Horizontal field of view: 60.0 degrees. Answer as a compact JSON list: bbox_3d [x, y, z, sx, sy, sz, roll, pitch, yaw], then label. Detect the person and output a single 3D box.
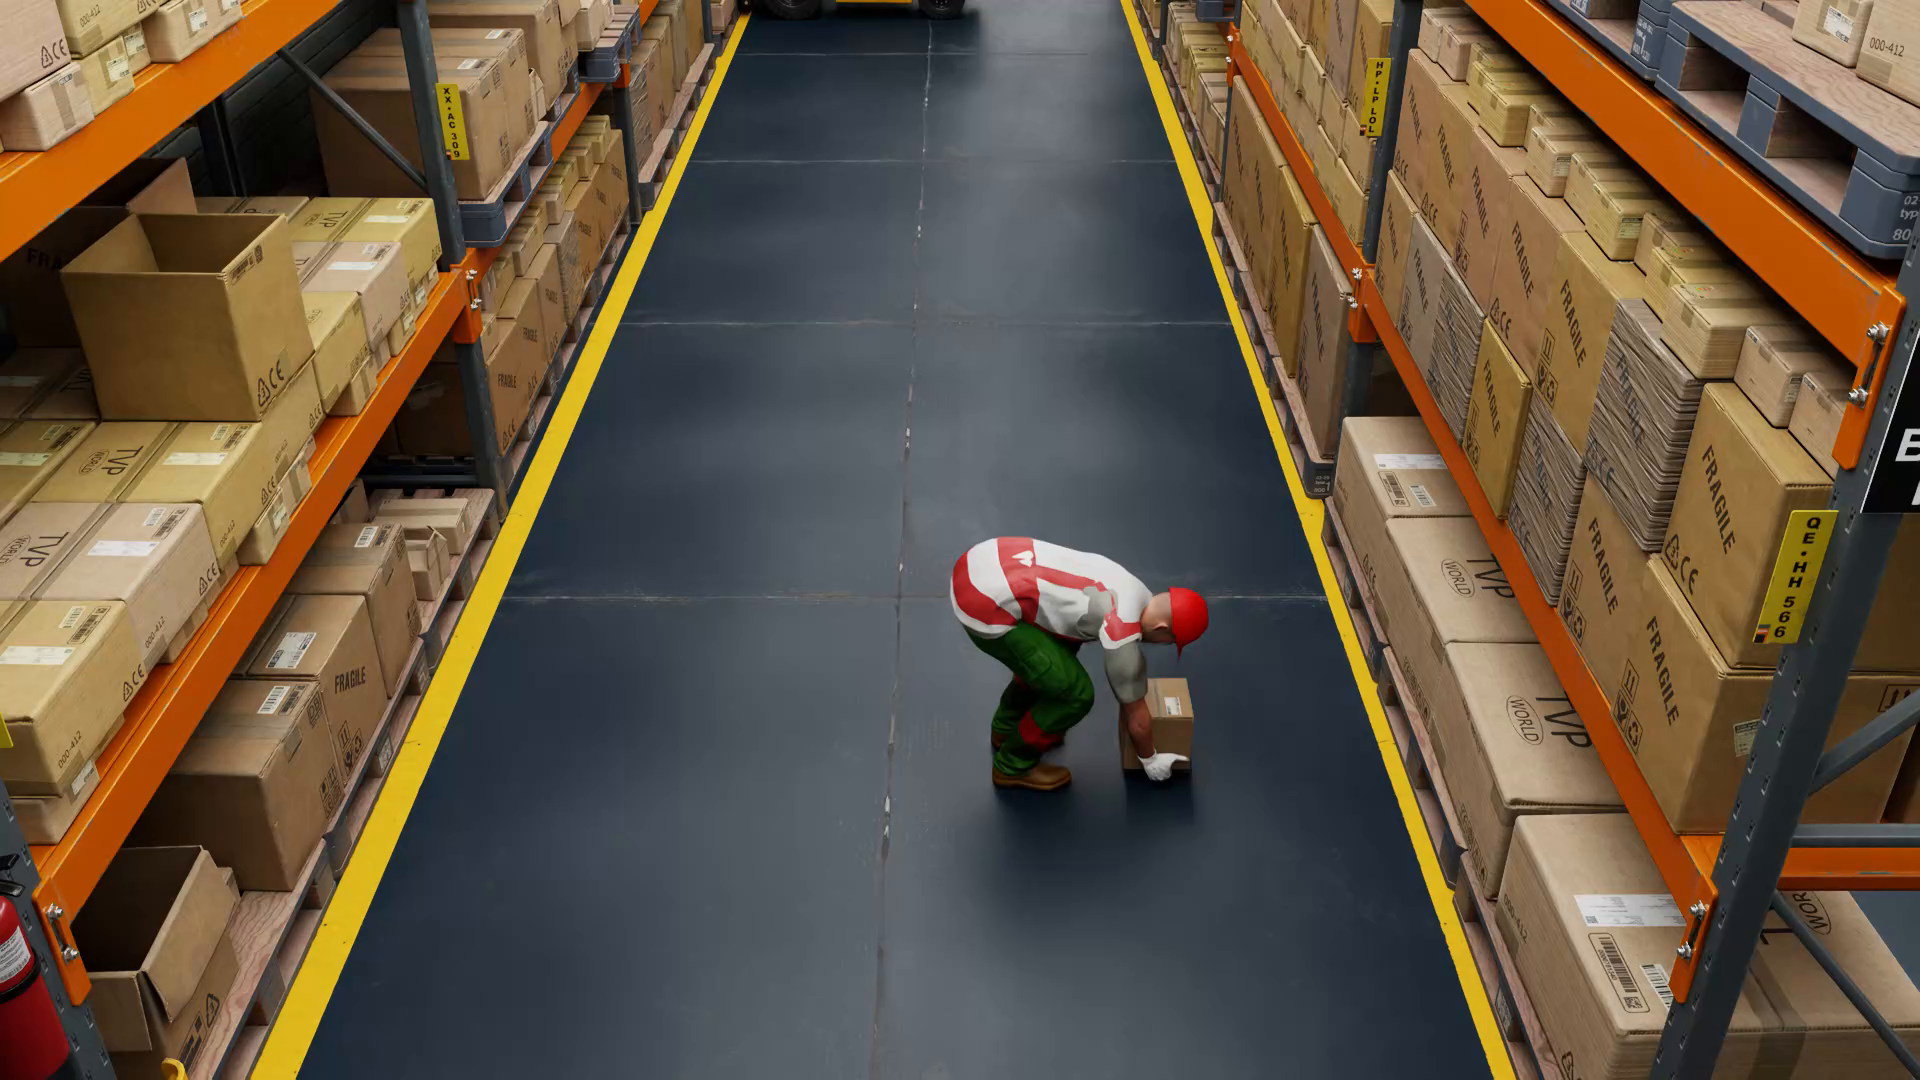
[{"bbox_3d":[0.322,0.086,5.976,0.573,1.782,0.494,0,31,0],"label":"person"}]
